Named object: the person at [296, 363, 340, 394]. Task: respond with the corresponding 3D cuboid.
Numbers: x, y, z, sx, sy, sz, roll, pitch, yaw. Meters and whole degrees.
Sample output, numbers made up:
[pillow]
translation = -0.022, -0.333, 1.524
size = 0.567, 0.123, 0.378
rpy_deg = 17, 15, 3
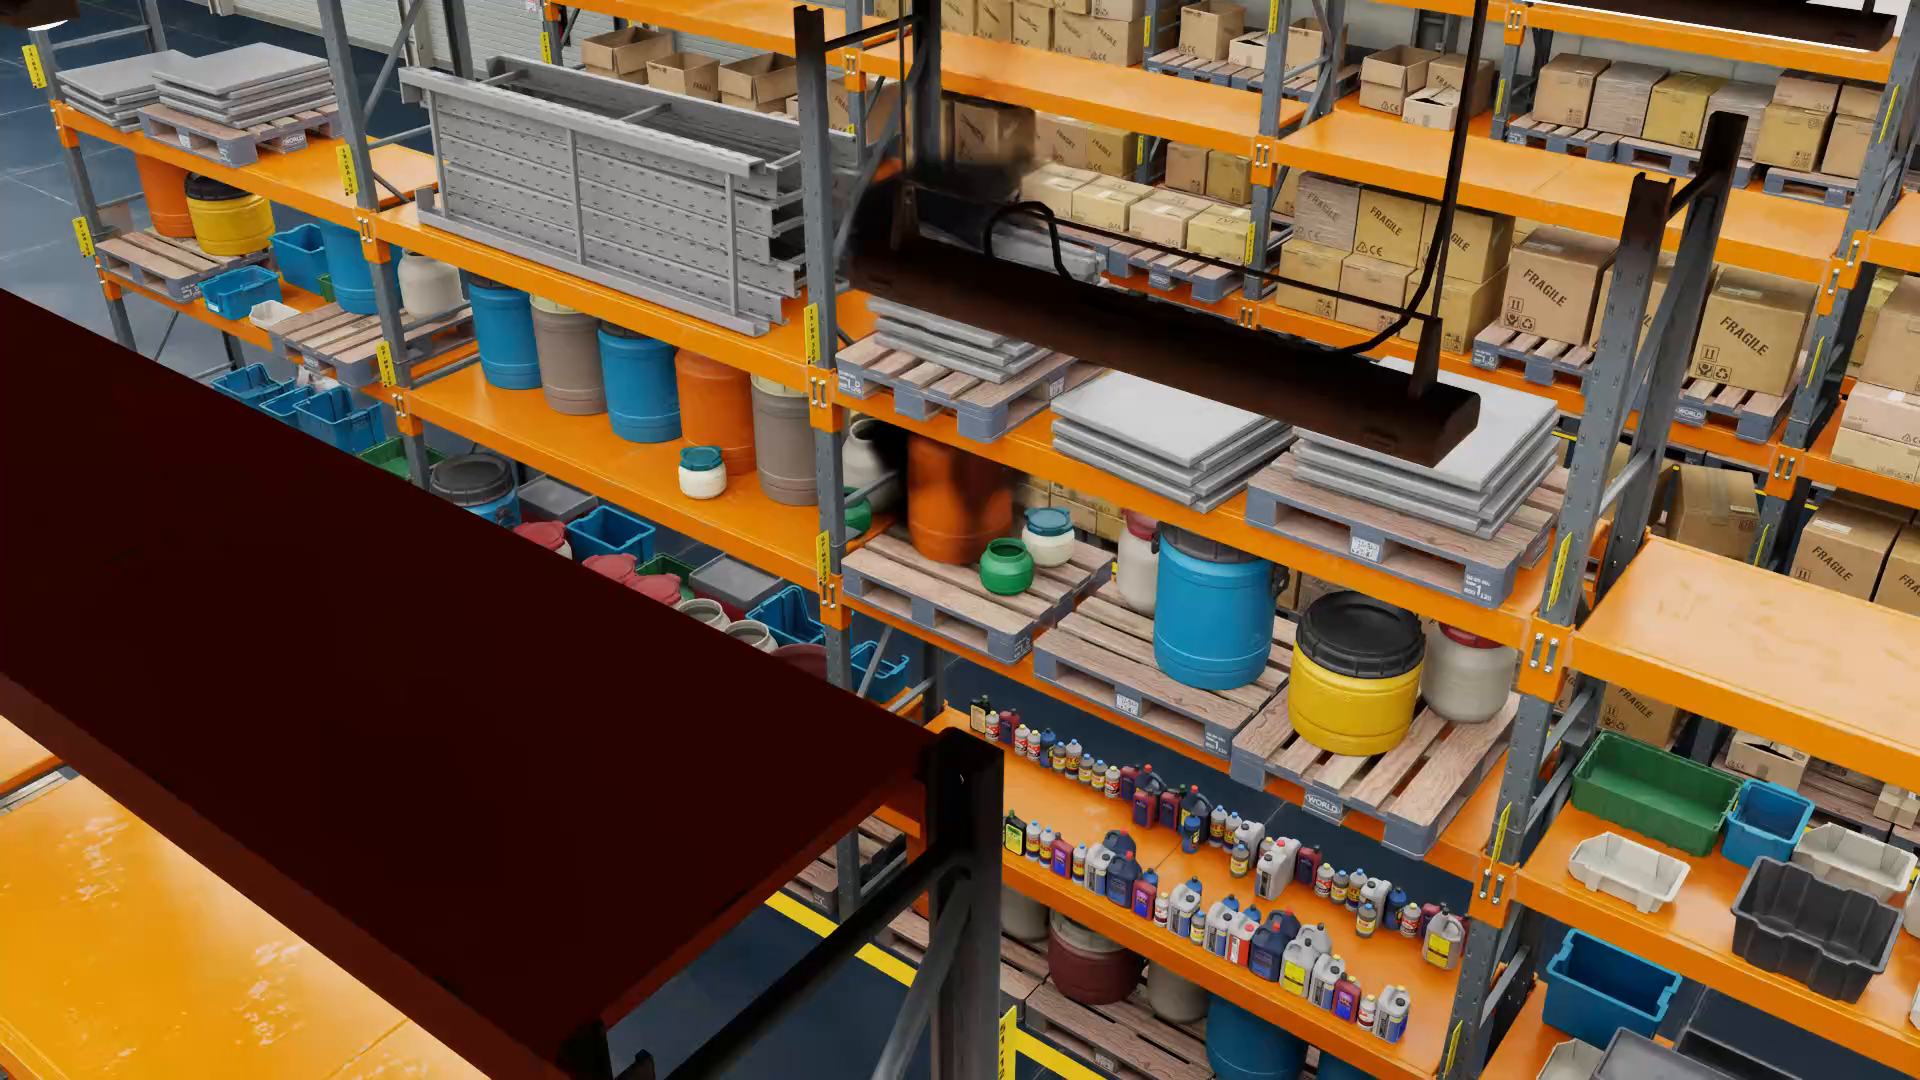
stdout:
[person]
translation = -6.037, -1.377, 15.948
size = 0.836, 1.728, 0.623
rpy_deg = 13, 34, 20
